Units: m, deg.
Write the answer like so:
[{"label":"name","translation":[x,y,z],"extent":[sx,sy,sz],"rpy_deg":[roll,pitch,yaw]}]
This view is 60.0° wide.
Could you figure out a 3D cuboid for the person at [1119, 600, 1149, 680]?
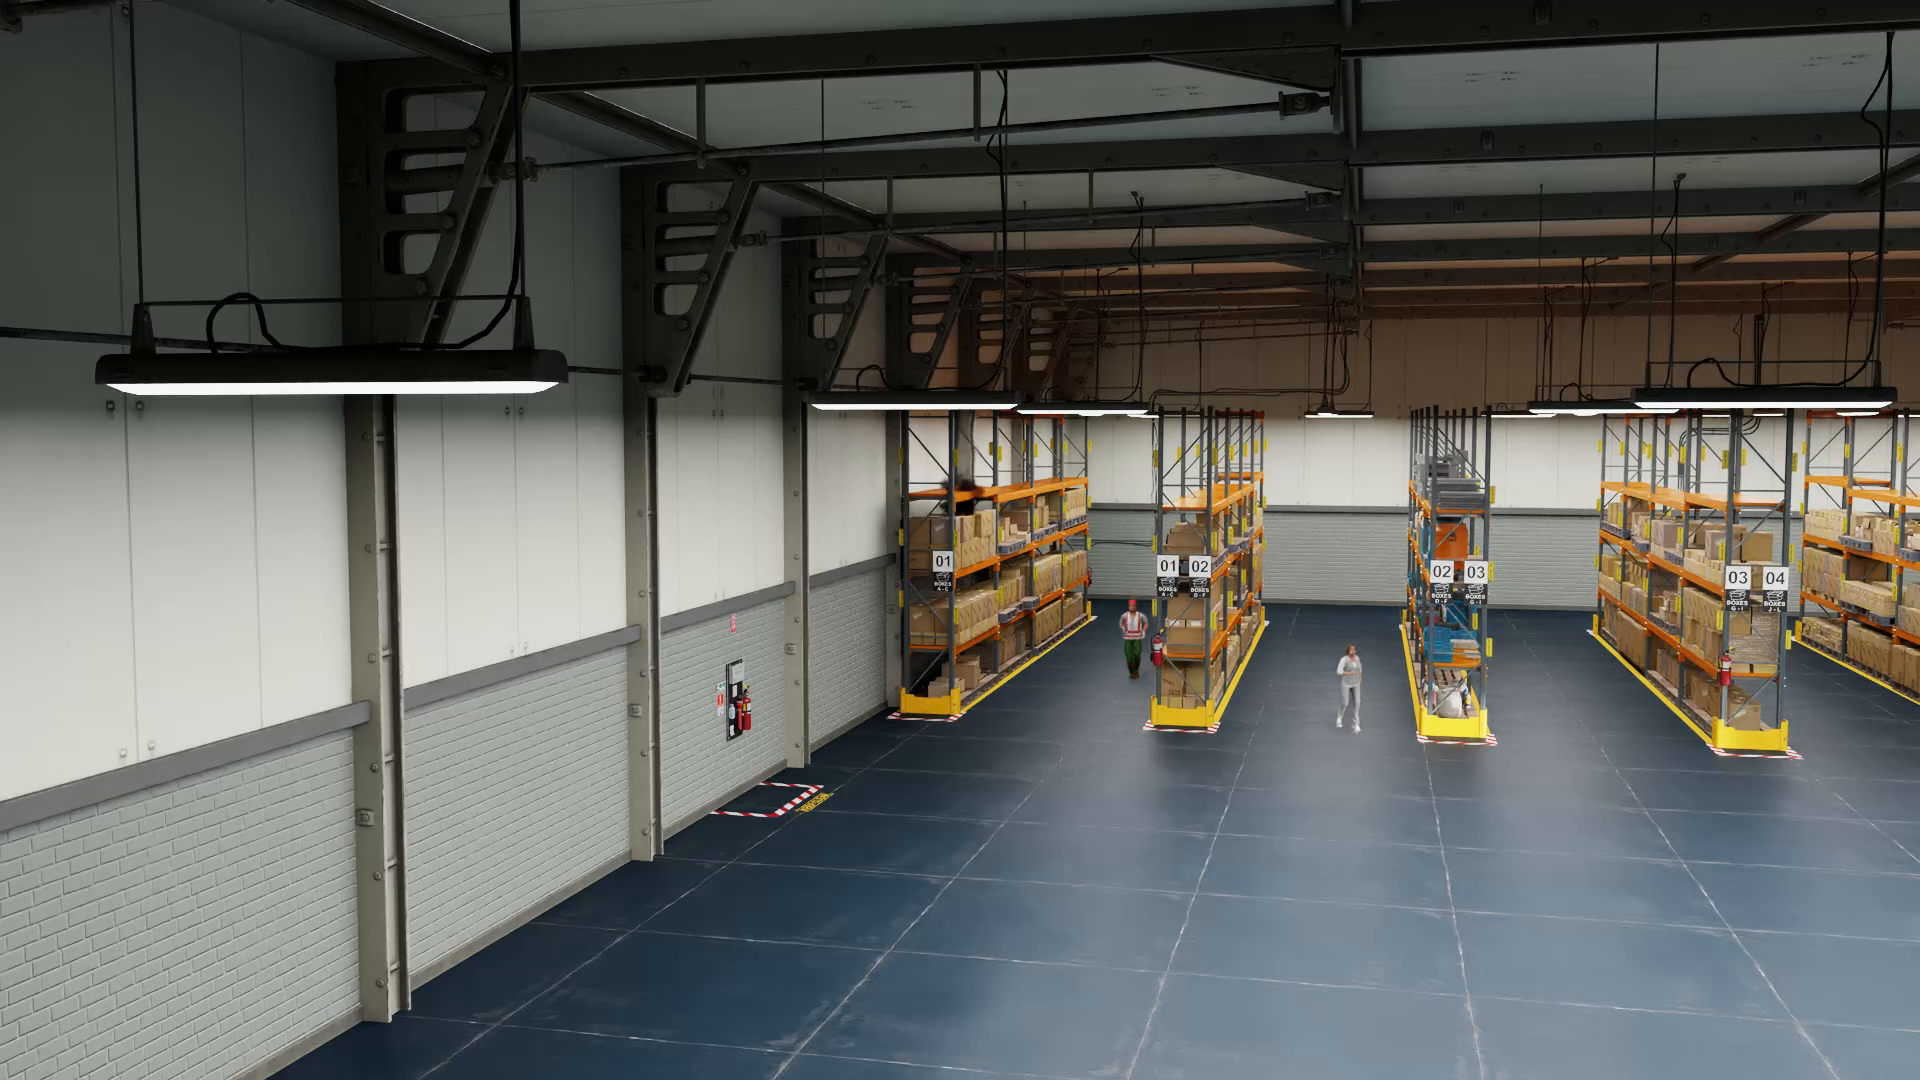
[{"label":"person","translation":[3.812,2.206,36.654],"extent":[0.636,1.772,0.626],"rpy_deg":[1,4,12]}]

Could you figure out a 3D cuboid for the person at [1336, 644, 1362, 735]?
[{"label":"person","translation":[7.173,2.714,30.653],"extent":[0.573,1.631,0.764],"rpy_deg":[-1,4,-14]}]
